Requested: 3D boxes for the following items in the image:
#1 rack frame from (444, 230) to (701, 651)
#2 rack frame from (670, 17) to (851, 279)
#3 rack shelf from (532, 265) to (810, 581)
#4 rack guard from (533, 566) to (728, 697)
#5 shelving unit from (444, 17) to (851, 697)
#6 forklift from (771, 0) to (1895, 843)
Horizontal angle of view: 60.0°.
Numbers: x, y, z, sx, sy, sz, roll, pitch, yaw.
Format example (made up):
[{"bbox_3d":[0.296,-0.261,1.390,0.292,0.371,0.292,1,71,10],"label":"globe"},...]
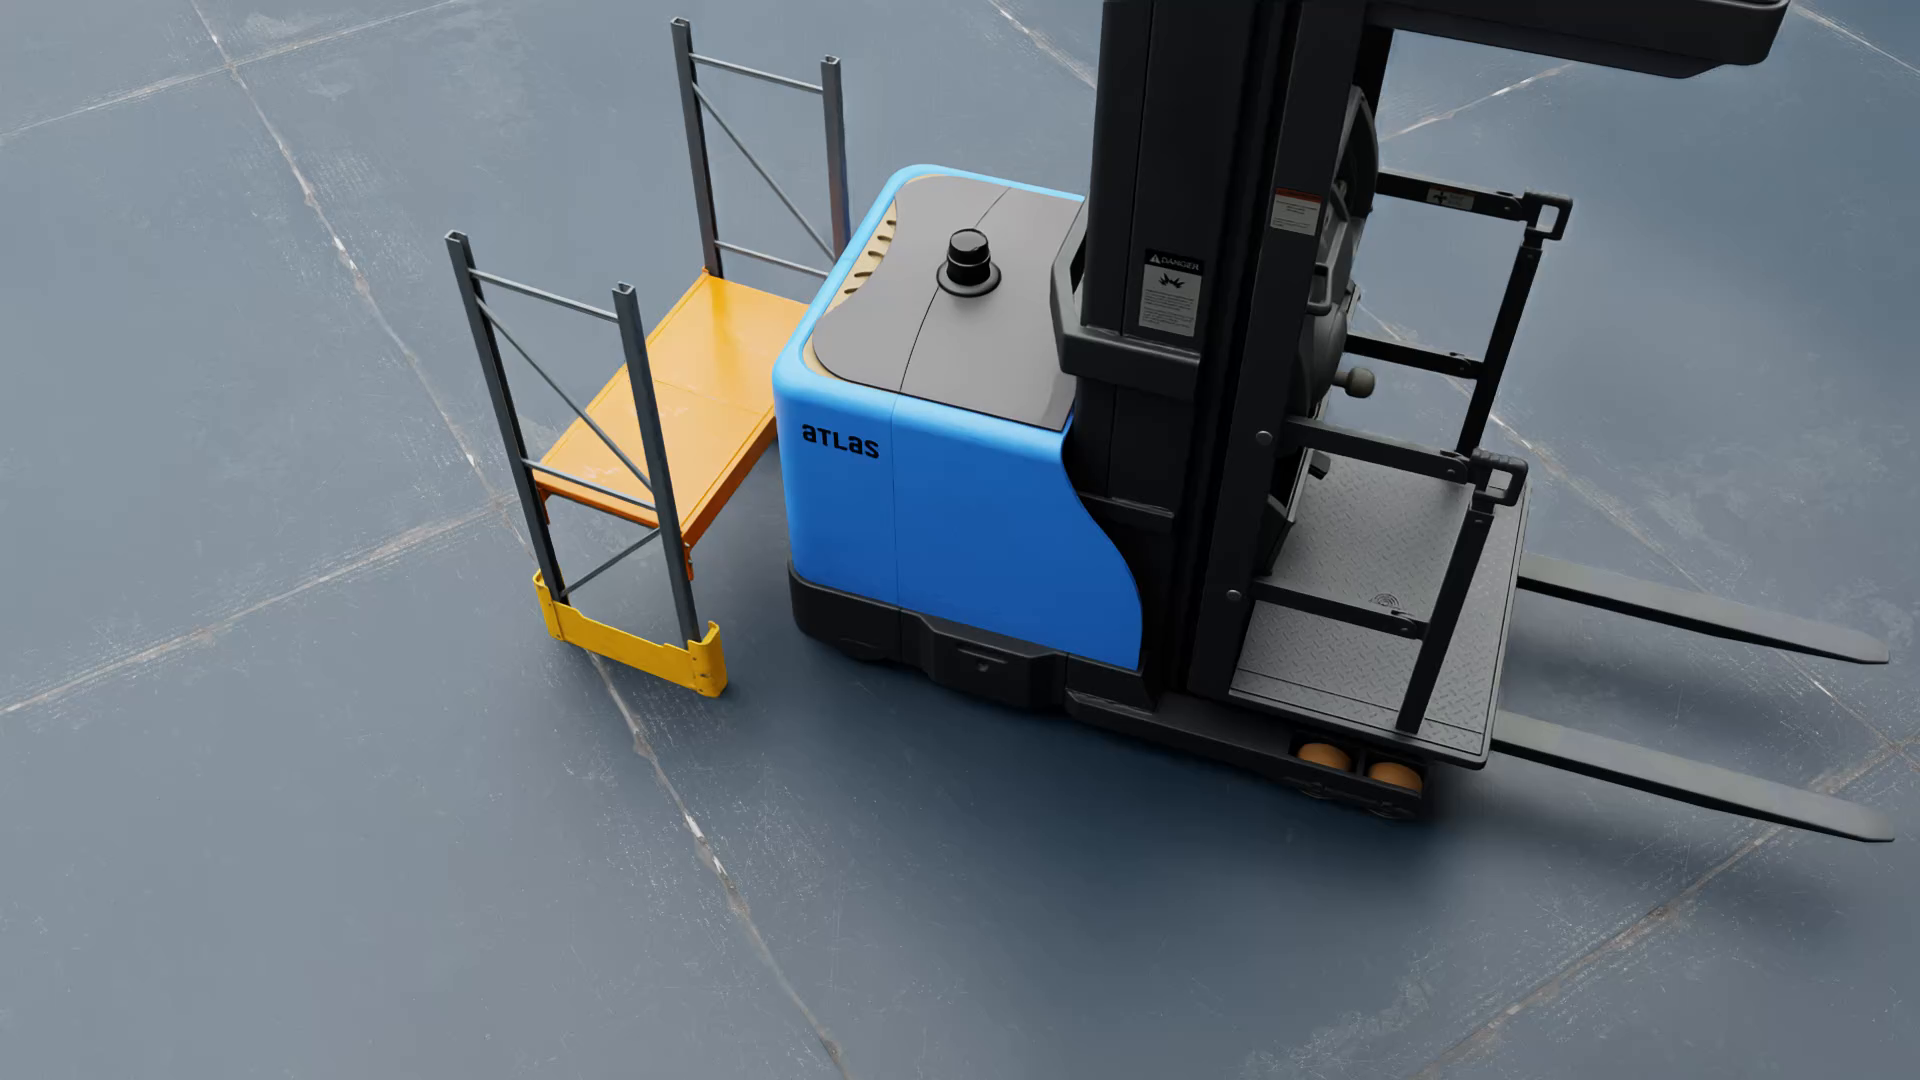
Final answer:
[{"bbox_3d":[-0.967,-0.140,4.370,0.500,1.500,0.032,19,51,16],"label":"rack frame"},{"bbox_3d":[-0.549,-0.832,4.987,0.500,1.500,0.032,19,51,16],"label":"rack frame"},{"bbox_3d":[-0.758,-0.366,4.813,0.538,0.185,1.000,19,51,16],"label":"rack shelf"},{"bbox_3d":[-0.959,0.262,4.849,0.587,0.250,0.087,19,51,16],"label":"rack guard"},{"bbox_3d":[-0.754,-0.492,4.684,0.587,1.500,1.083,19,51,16],"label":"shelving unit"},{"bbox_3d":[1.077,-0.661,3.876,3.031,2.935,1.130,15,50,13],"label":"forklift"}]
